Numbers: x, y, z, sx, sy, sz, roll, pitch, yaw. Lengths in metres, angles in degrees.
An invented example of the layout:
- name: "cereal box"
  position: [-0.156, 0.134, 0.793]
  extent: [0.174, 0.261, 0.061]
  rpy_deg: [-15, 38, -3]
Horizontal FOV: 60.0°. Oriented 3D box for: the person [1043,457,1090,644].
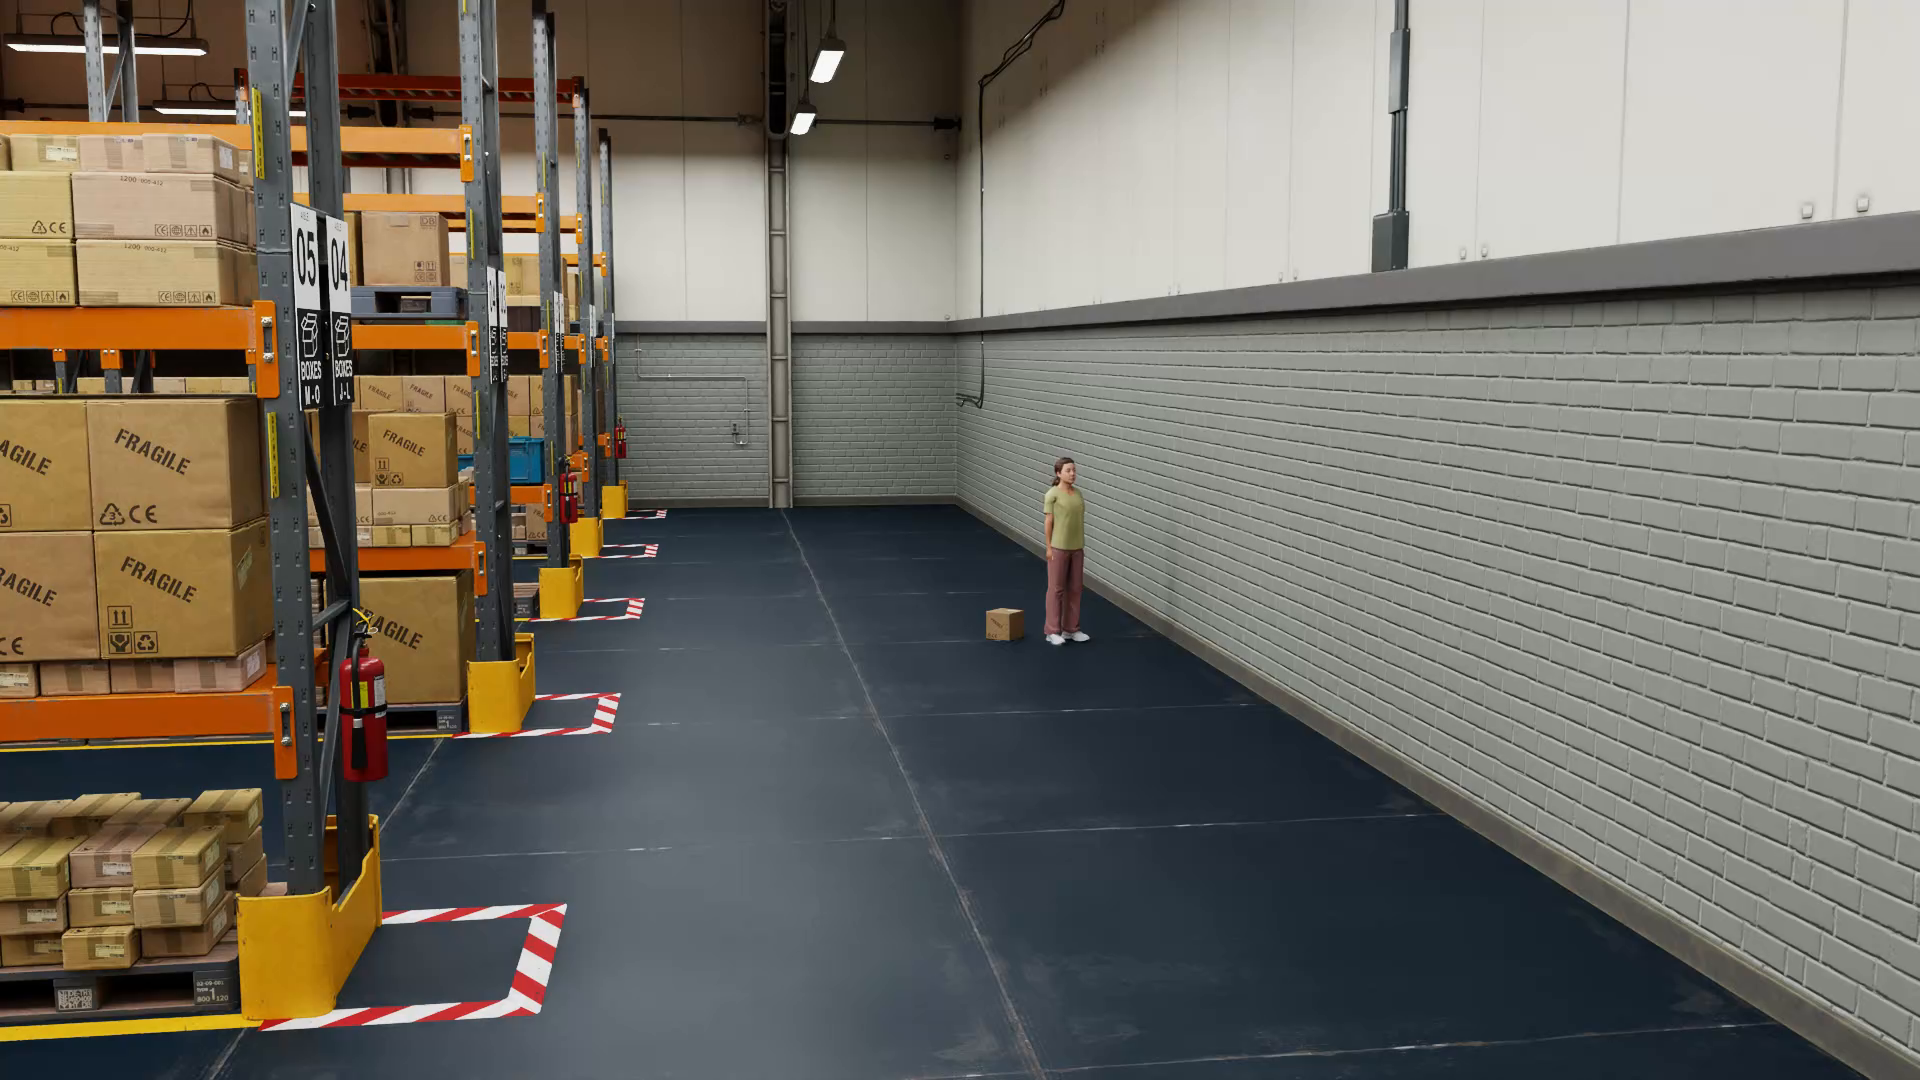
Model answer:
- name: "person"
  position: [0.963, 0.087, 15.052]
  extent: [0.435, 1.671, 0.370]
  rpy_deg: [-5, 8, -38]
